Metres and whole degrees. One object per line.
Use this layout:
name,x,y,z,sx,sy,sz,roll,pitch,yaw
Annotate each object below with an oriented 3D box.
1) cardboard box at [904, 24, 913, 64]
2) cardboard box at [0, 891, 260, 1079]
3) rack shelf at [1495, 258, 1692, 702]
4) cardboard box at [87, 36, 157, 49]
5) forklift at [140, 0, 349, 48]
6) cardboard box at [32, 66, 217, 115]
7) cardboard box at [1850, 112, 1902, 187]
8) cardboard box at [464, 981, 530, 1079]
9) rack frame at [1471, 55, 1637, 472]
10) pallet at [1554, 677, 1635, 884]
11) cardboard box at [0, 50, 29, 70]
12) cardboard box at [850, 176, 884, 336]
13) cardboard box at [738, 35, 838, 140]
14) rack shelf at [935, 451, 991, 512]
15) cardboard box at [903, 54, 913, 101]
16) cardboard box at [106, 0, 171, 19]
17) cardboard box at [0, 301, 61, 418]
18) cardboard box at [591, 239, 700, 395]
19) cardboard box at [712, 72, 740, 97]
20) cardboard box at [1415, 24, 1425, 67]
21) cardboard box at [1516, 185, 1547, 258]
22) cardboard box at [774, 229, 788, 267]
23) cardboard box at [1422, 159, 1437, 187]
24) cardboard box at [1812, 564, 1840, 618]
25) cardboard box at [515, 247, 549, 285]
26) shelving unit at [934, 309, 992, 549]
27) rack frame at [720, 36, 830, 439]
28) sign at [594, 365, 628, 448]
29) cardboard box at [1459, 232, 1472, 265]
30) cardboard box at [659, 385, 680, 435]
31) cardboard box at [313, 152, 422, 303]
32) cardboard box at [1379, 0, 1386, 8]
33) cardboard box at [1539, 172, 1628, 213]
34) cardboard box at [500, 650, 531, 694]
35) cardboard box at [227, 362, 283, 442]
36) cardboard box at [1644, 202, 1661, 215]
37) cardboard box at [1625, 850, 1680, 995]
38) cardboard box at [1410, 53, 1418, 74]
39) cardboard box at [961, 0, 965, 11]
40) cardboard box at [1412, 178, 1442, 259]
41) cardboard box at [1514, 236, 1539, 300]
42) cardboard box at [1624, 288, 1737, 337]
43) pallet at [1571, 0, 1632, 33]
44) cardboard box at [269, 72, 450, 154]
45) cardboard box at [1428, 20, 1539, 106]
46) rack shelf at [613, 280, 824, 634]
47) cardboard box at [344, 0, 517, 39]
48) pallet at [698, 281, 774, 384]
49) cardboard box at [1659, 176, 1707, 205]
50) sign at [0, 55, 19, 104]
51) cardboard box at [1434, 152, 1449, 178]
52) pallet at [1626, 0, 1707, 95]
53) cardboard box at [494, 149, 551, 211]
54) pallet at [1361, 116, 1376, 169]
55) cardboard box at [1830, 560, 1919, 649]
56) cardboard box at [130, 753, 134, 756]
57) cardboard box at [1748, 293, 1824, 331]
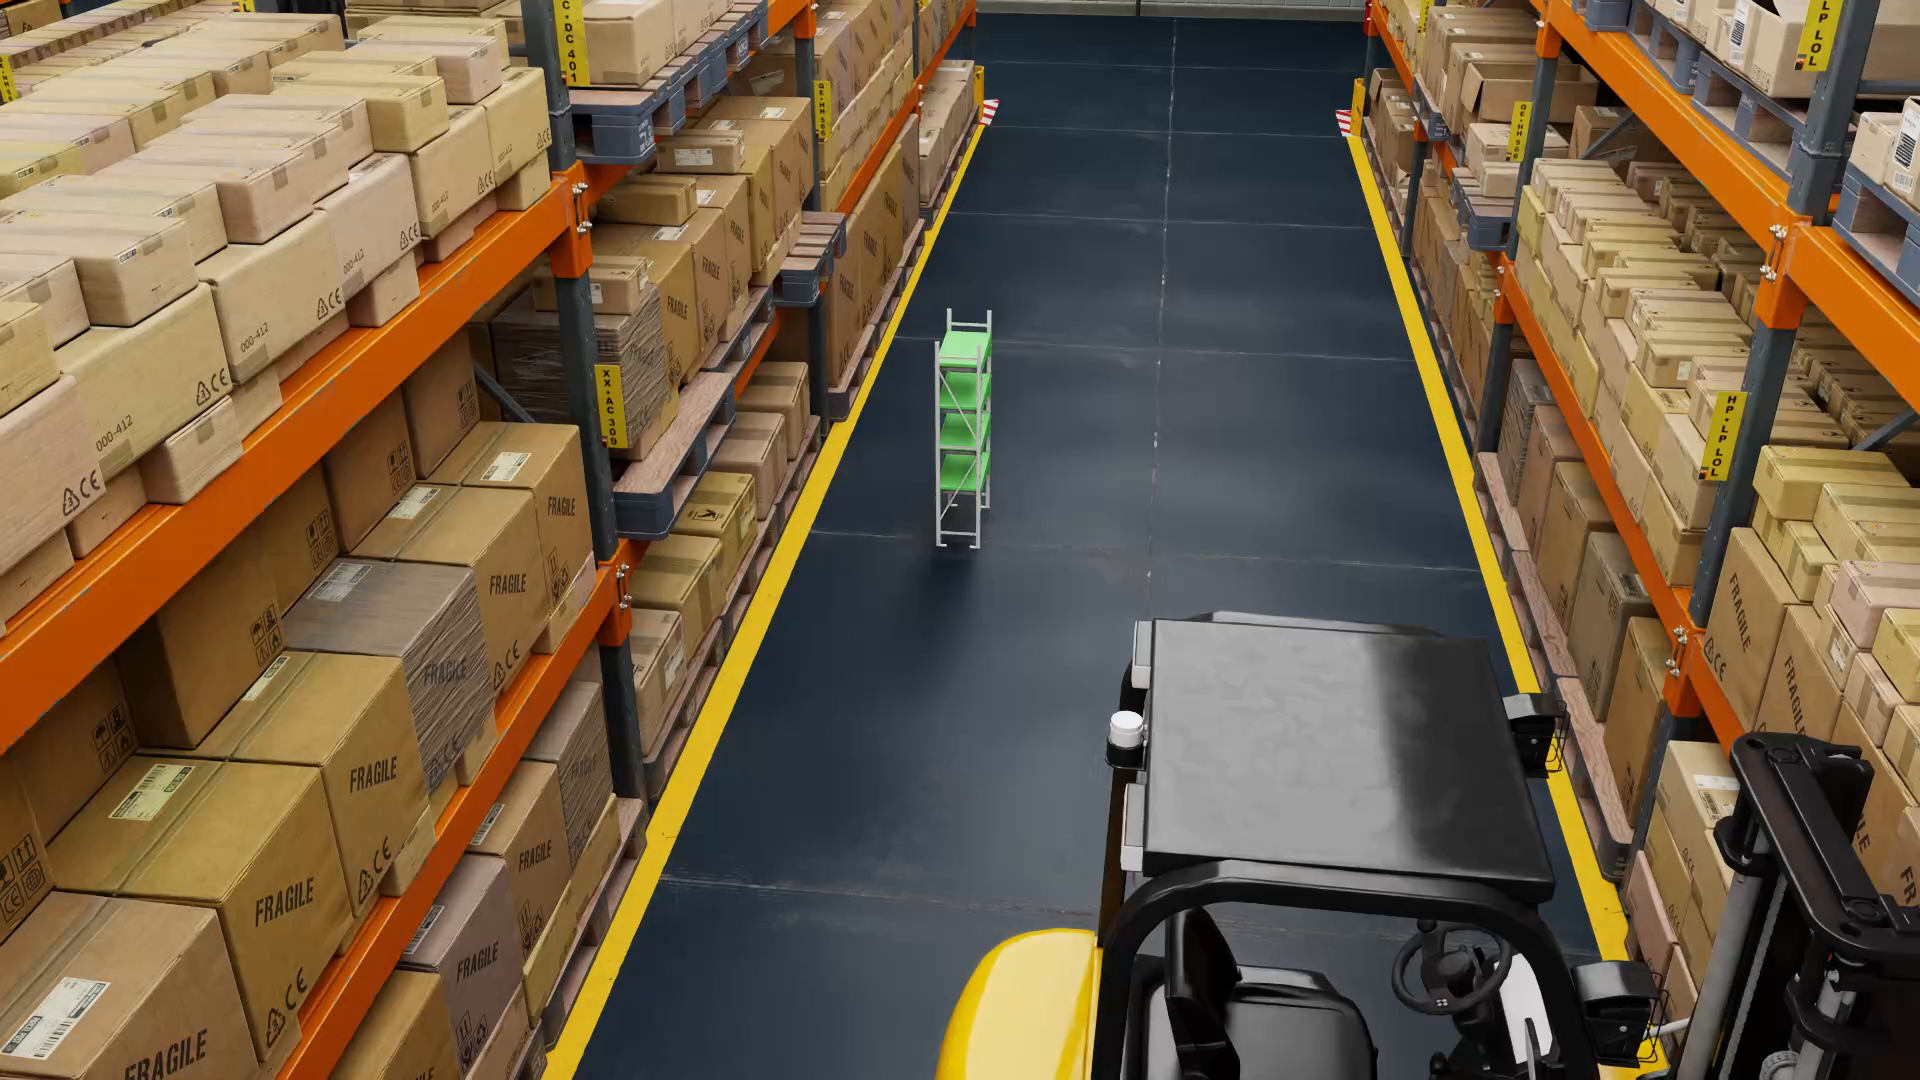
cardboard box,-0.650,-3.831,12.830,0.500,0.250,0.500,3,28,6
cardboard box,-1.914,1.124,3.582,0.500,0.500,0.500,4,29,8
rack shelf,3.354,-0.471,7.720,1.077,0.370,4.000,3,28,6
cardboard box,-5.844,-3.417,11.625,0.380,0.149,0.250,4,29,8
forklift,-3.740,-1.711,9.335,3.031,2.935,1.130,-20,34,-33
cardboard box,-2.283,-1.195,4.567,0.380,0.149,0.250,3,28,6
cardboard box,2.753,-1.092,4.668,0.380,0.149,0.250,4,29,7
cardboard box,-1.745,1.677,5.431,0.500,0.250,0.500,4,29,7
rack frame,3.599,-1.729,9.297,1.000,3.000,0.127,3,28,6
pallet,3.161,1.032,7.111,1.003,0.211,1.213,3,28,6
cardboard box,-6.553,-3.217,11.253,0.380,0.149,0.250,4,29,8
cardboard box,-1.047,-2.005,11.607,0.875,0.875,0.875,4,29,7
cardboard box,-1.024,-2.718,9.973,0.500,0.500,0.500,2,28,5
rack shelf,0.020,-0.339,9.254,0.258,0.148,0.480,3,28,6
cardboard box,-0.642,-3.607,12.941,0.500,0.250,0.500,3,28,5
cardboard box,-6.329,-4.064,12.826,0.380,0.149,0.250,4,29,7
cardboard box,-1.850,-0.314,2.932,0.380,0.149,0.250,3,28,6
cardboard box,-1.415,-0.933,6.957,0.500,0.500,0.500,3,29,6
cardboard box,-1.524,-2.759,10.048,0.500,0.500,0.500,3,28,5
cardboard box,3.910,-3.931,13.228,0.500,0.250,0.500,4,29,7
cardboard box,3.278,-1.690,8.855,0.500,0.250,0.500,3,28,6
cardboard box,-1.120,-1.553,8.791,0.380,0.149,0.250,2,28,4
cardboard box,3.781,-2.829,12.847,0.380,0.149,0.250,5,29,9
cardboard box,2.775,0.205,4.917,0.380,0.149,0.250,3,28,6
cardboard box,-1.929,-0.957,7.002,0.500,0.500,0.500,4,29,6
shelving unit,0.020,-0.606,9.110,0.258,1.200,0.503,3,28,6
rack frame,-1.327,-2.016,9.829,1.000,3.000,0.127,3,28,6
sign,-1.278,-0.486,6.077,0.100,0.325,0.005,3,28,6
cardboard box,3.599,-1.969,11.251,0.380,0.149,0.250,2,28,4
cardboard box,-1.397,-0.566,6.960,0.380,0.149,0.250,4,29,7
cardboard box,-1.742,-0.818,4.288,0.500,0.250,0.500,3,28,5
cardboard box,4.267,-5.245,16.089,0.380,0.149,0.250,3,28,6
cardboard box,3.236,-1.800,8.639,0.380,0.149,0.250,4,29,7
cardboard box,-1.688,0.383,5.642,0.380,0.149,0.250,3,29,6
cardboard box,-1.798,-0.332,3.806,0.380,0.149,0.250,3,28,5
cardboard box,3.820,-1.656,8.792,0.500,0.250,0.500,4,29,7
cardboard box,2.721,1.388,5.968,0.500,0.250,0.500,4,29,7
cardboard box,3.896,-3.914,13.617,0.380,0.149,0.250,4,29,8
cardboard box,-0.220,-5.348,15.908,0.500,0.500,0.500,3,28,5
cardboard box,3.807,-2.482,12.887,0.500,0.500,0.500,5,29,8
cardboard box,3.302,-1.468,8.971,0.500,0.250,0.500,3,29,6
cardboard box,3.058,-0.953,7.067,0.380,0.149,0.250,4,29,7
pallet,3.605,-2.642,8.028,1.213,0.211,1.003,5,29,9
cardboard box,-1.618,-1.158,4.499,0.380,0.149,0.250,4,29,8
cardboard box,3.745,-3.382,11.818,0.700,0.500,0.500,4,29,7
rack shelf,-1.573,-0.758,8.252,1.077,0.370,4.000,3,28,6
cardboard box,-1.890,-1.856,6.085,0.500,0.250,0.500,3,28,5
pallet,-1.529,-0.997,8.141,1.003,0.211,1.213,3,28,6
cardboard box,3.839,-1.764,8.573,0.380,0.149,0.250,4,29,8
sign,-5.701,-2.735,9.943,0.100,0.325,0.005,3,28,6
cardboard box,3.797,-2.834,12.544,0.380,0.149,0.250,2,28,4
pallet,3.471,-2.115,7.050,1.003,0.211,1.213,5,29,9
cardboard box,-1.553,-1.177,5.373,0.380,0.149,0.250,3,29,6
pallet,4.473,-3.856,16.185,1.003,0.211,1.213,3,28,6
cardboard box,2.677,0.190,4.631,0.380,0.149,0.250,4,29,7
cardboard box,-2.303,0.595,4.564,0.500,0.500,0.500,4,29,7
cardboard box,3.574,-0.926,7.017,0.380,0.149,0.250,3,28,6
